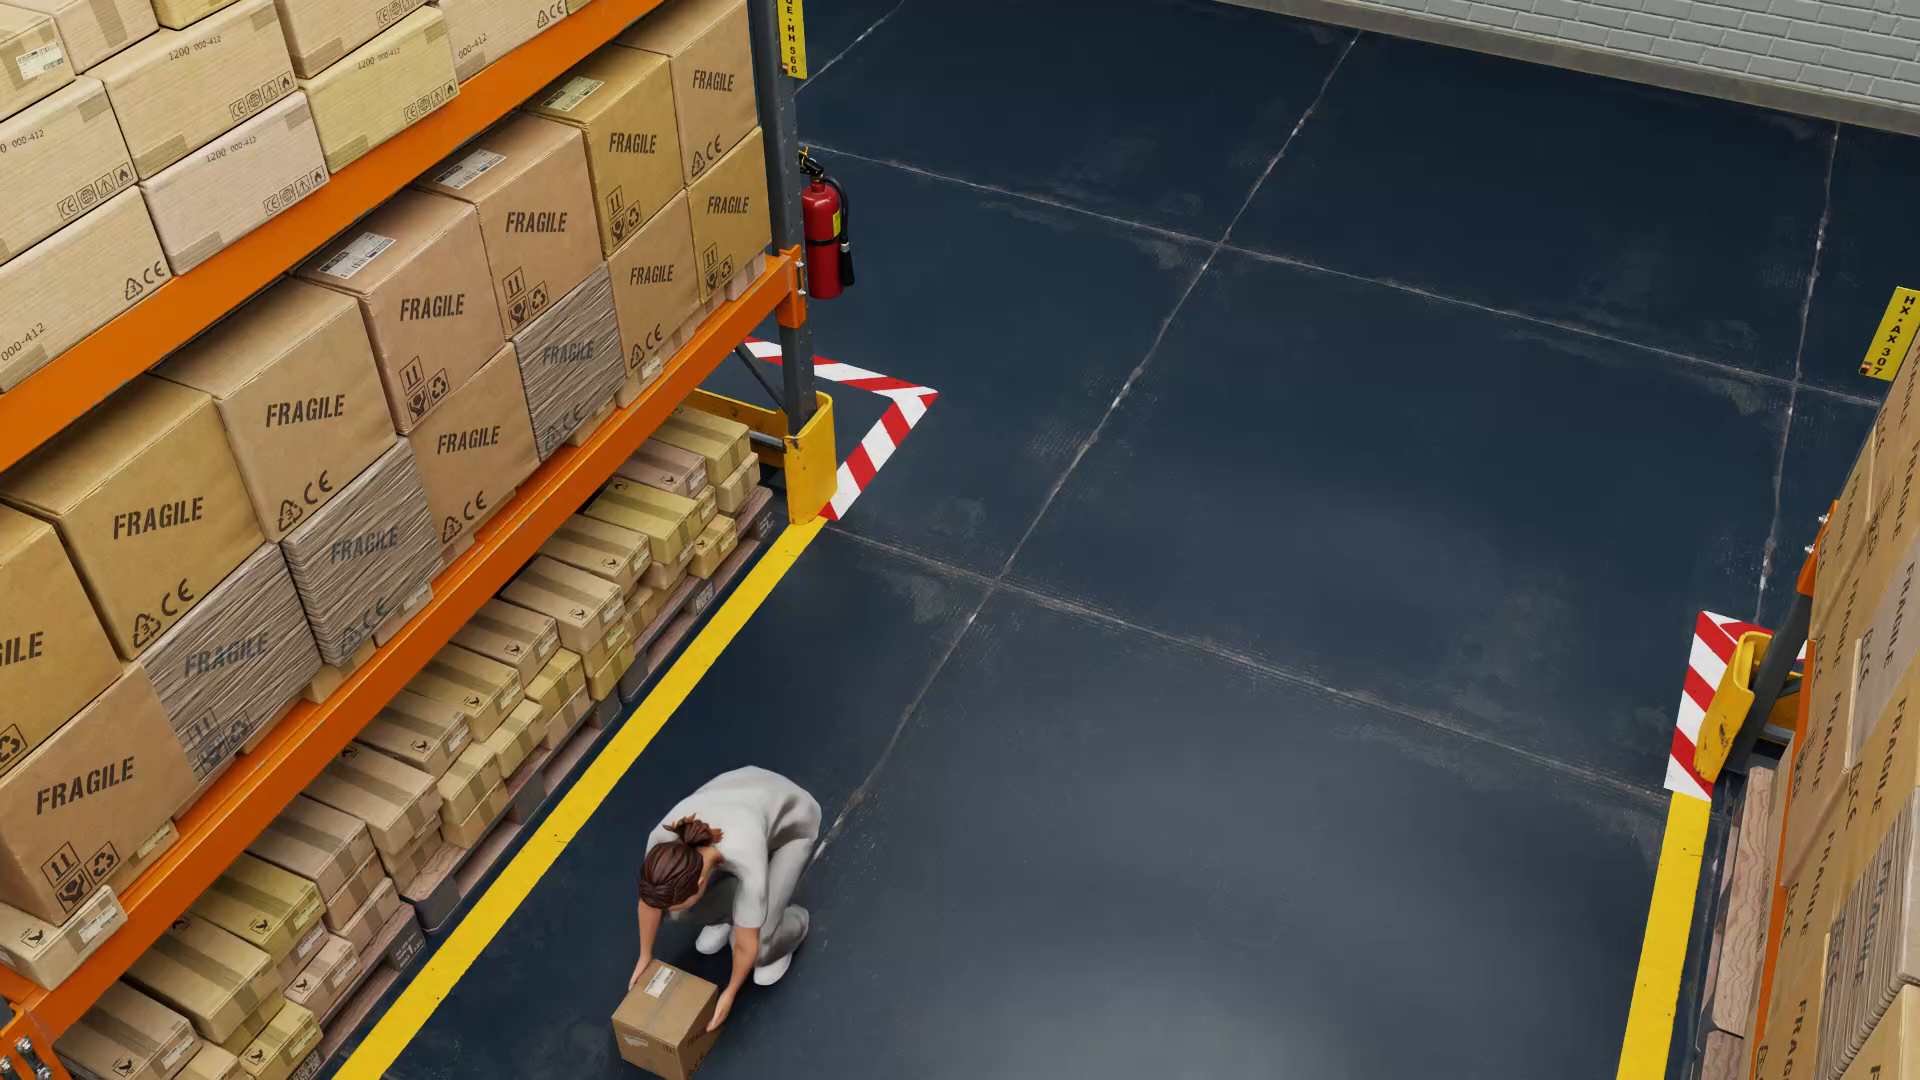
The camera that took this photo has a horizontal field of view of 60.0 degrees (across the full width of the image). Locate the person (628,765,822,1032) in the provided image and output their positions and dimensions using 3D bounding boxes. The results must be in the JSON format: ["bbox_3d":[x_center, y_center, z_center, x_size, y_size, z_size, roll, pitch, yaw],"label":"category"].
[{"bbox_3d":[-0.750,1.118,5.451,0.488,0.974,0.787,22,47,22],"label":"person"}]
